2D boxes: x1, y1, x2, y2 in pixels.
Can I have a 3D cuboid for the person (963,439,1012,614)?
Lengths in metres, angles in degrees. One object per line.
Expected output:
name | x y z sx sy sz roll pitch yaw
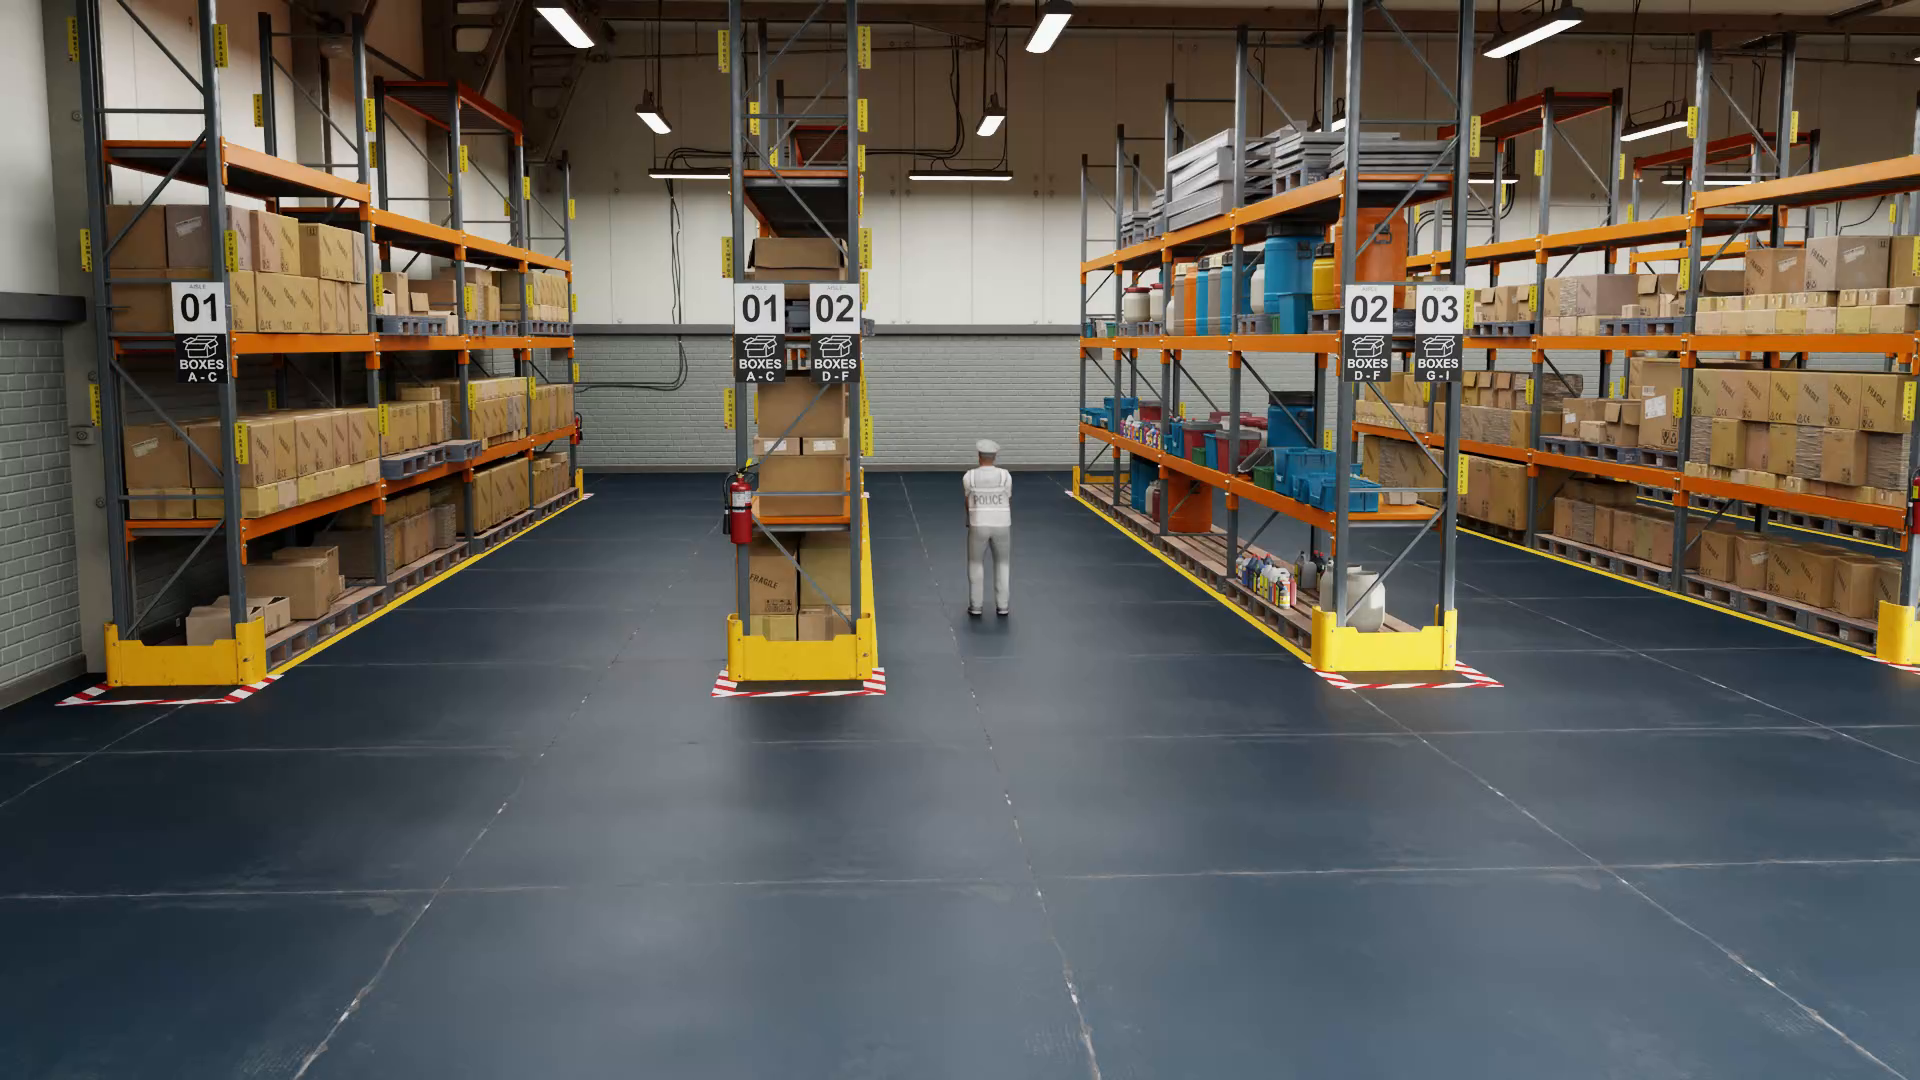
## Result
person | 0.270 -0.141 16.815 0.494 1.767 0.573 0 7 -3
